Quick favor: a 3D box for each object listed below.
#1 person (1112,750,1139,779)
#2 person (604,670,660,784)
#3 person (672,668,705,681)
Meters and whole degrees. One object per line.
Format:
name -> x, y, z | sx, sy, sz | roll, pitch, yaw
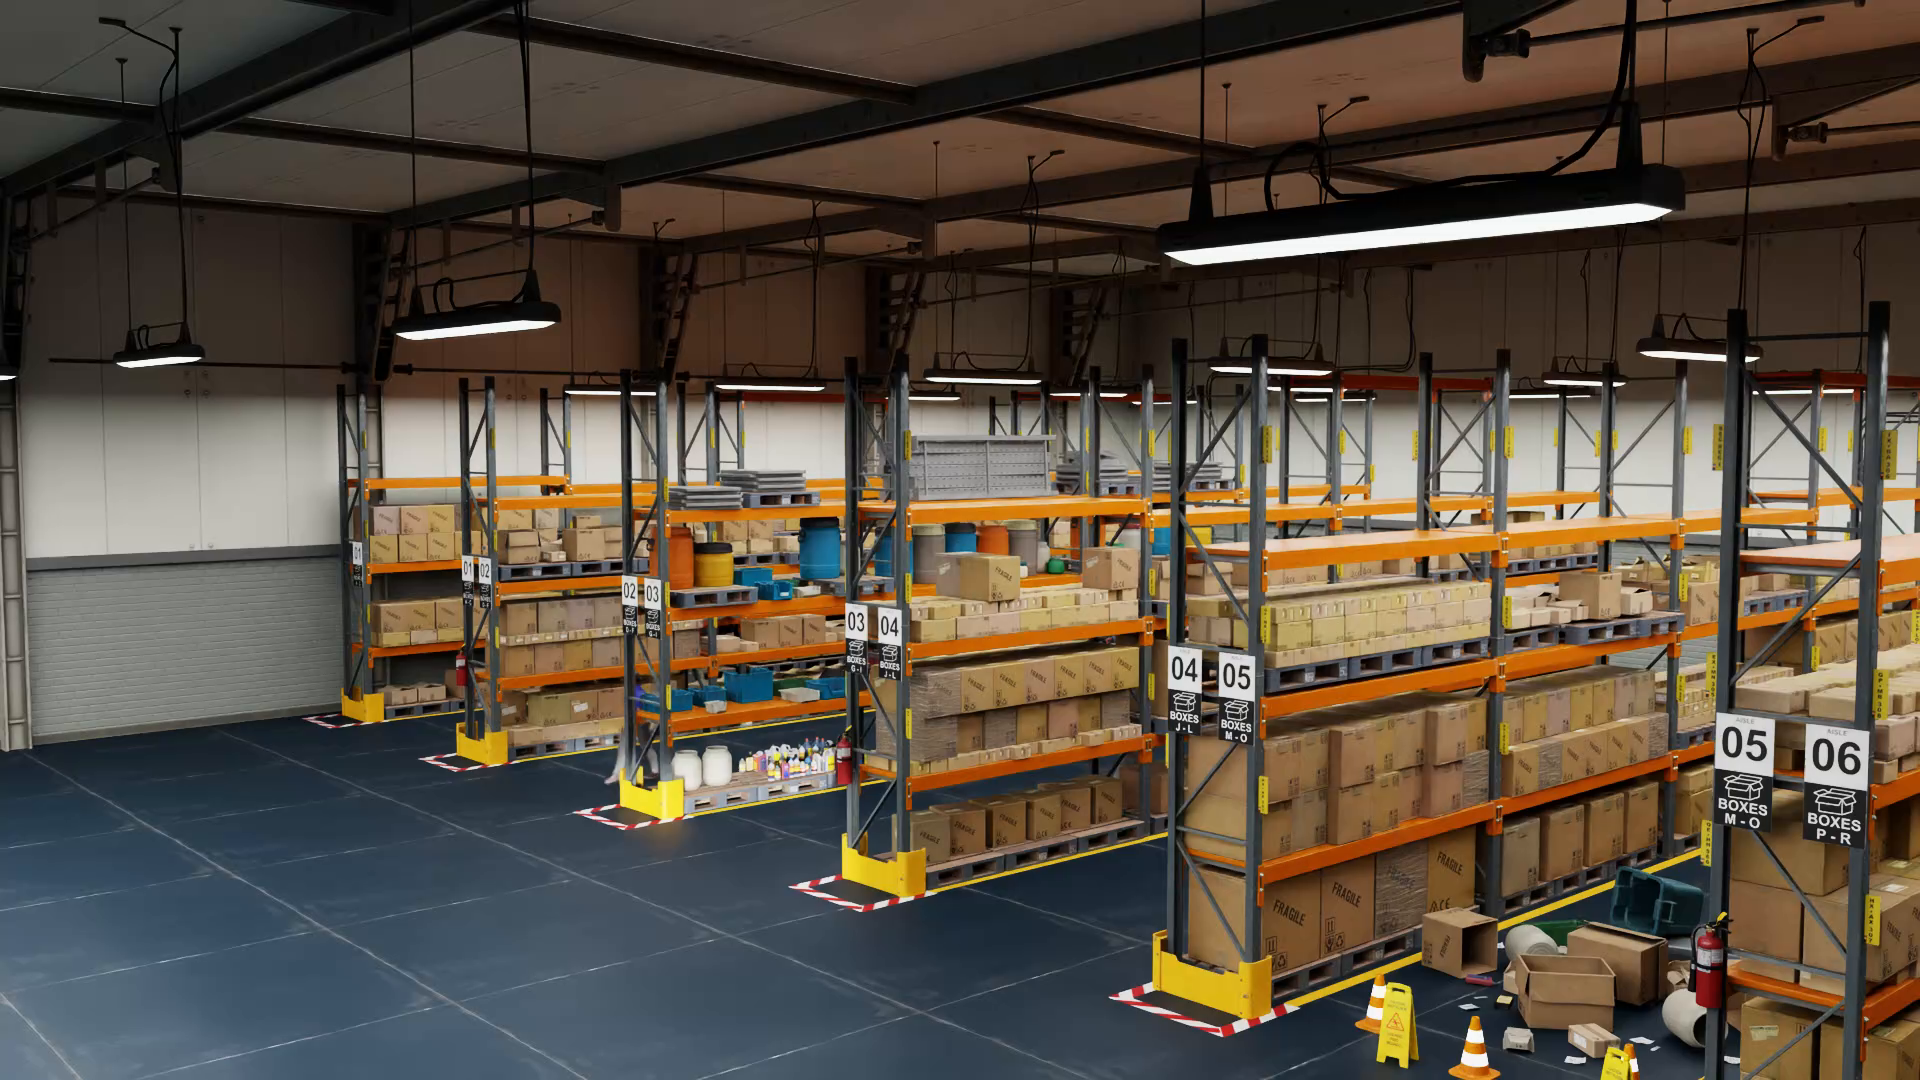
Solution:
person -> 2.381, 2.731, 24.245 | 0.918, 1.634, 0.481 | -2, 4, -31
person -> -4.822, 2.729, 24.458 | 0.859, 1.633, 0.464 | -3, 5, -37
person -> -5.346, 2.182, 32.294 | 0.569, 1.688, 0.911 | 3, 5, 38
